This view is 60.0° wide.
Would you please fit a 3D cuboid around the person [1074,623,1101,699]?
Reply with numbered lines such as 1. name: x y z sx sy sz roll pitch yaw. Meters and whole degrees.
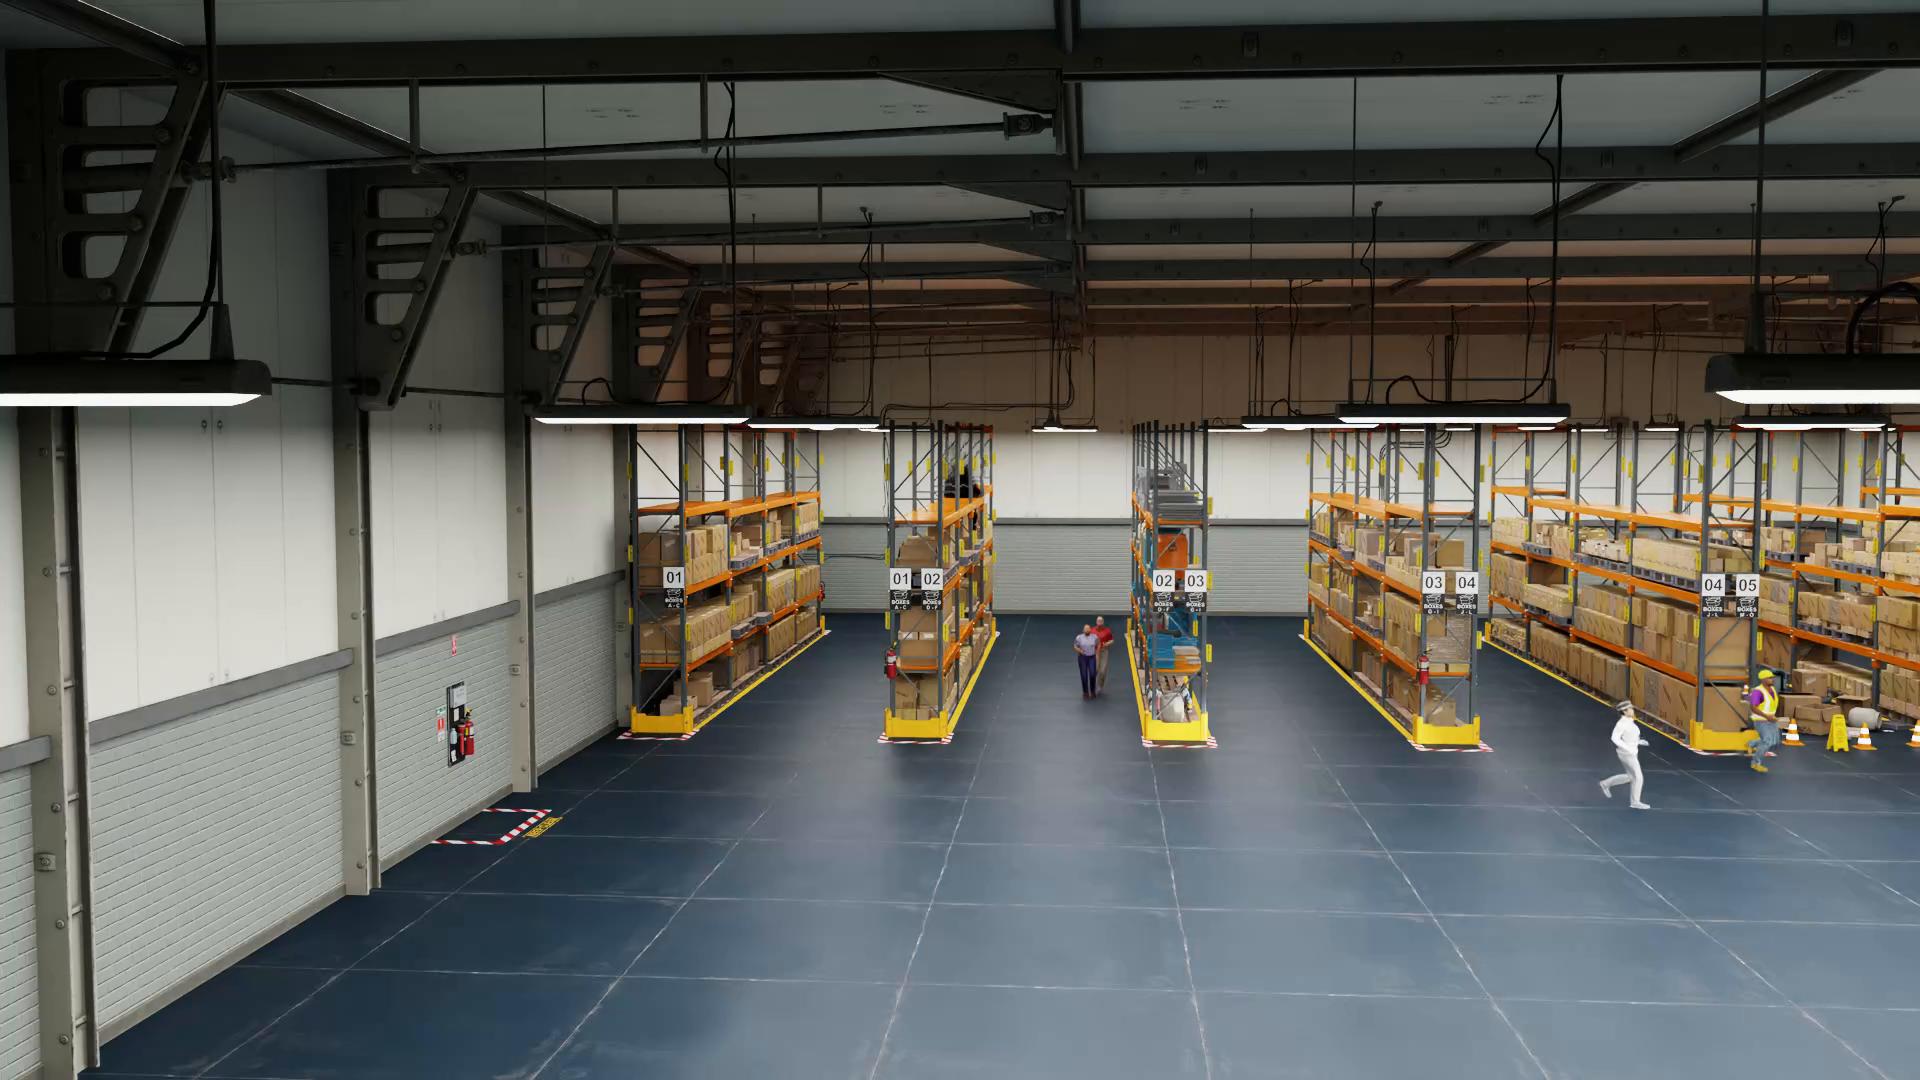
1. person: 2.758 2.633 36.064 0.592 1.653 0.670 0 4 5

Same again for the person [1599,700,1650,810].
1. person: 10.223 3.273 25.525 0.720 1.659 0.625 2 4 32

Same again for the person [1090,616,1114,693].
1. person: 3.078 2.548 36.746 0.646 1.714 0.677 0 4 0

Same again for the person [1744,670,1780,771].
1. person: 13.726 3.071 28.411 0.727 1.727 0.651 -3 4 -36
